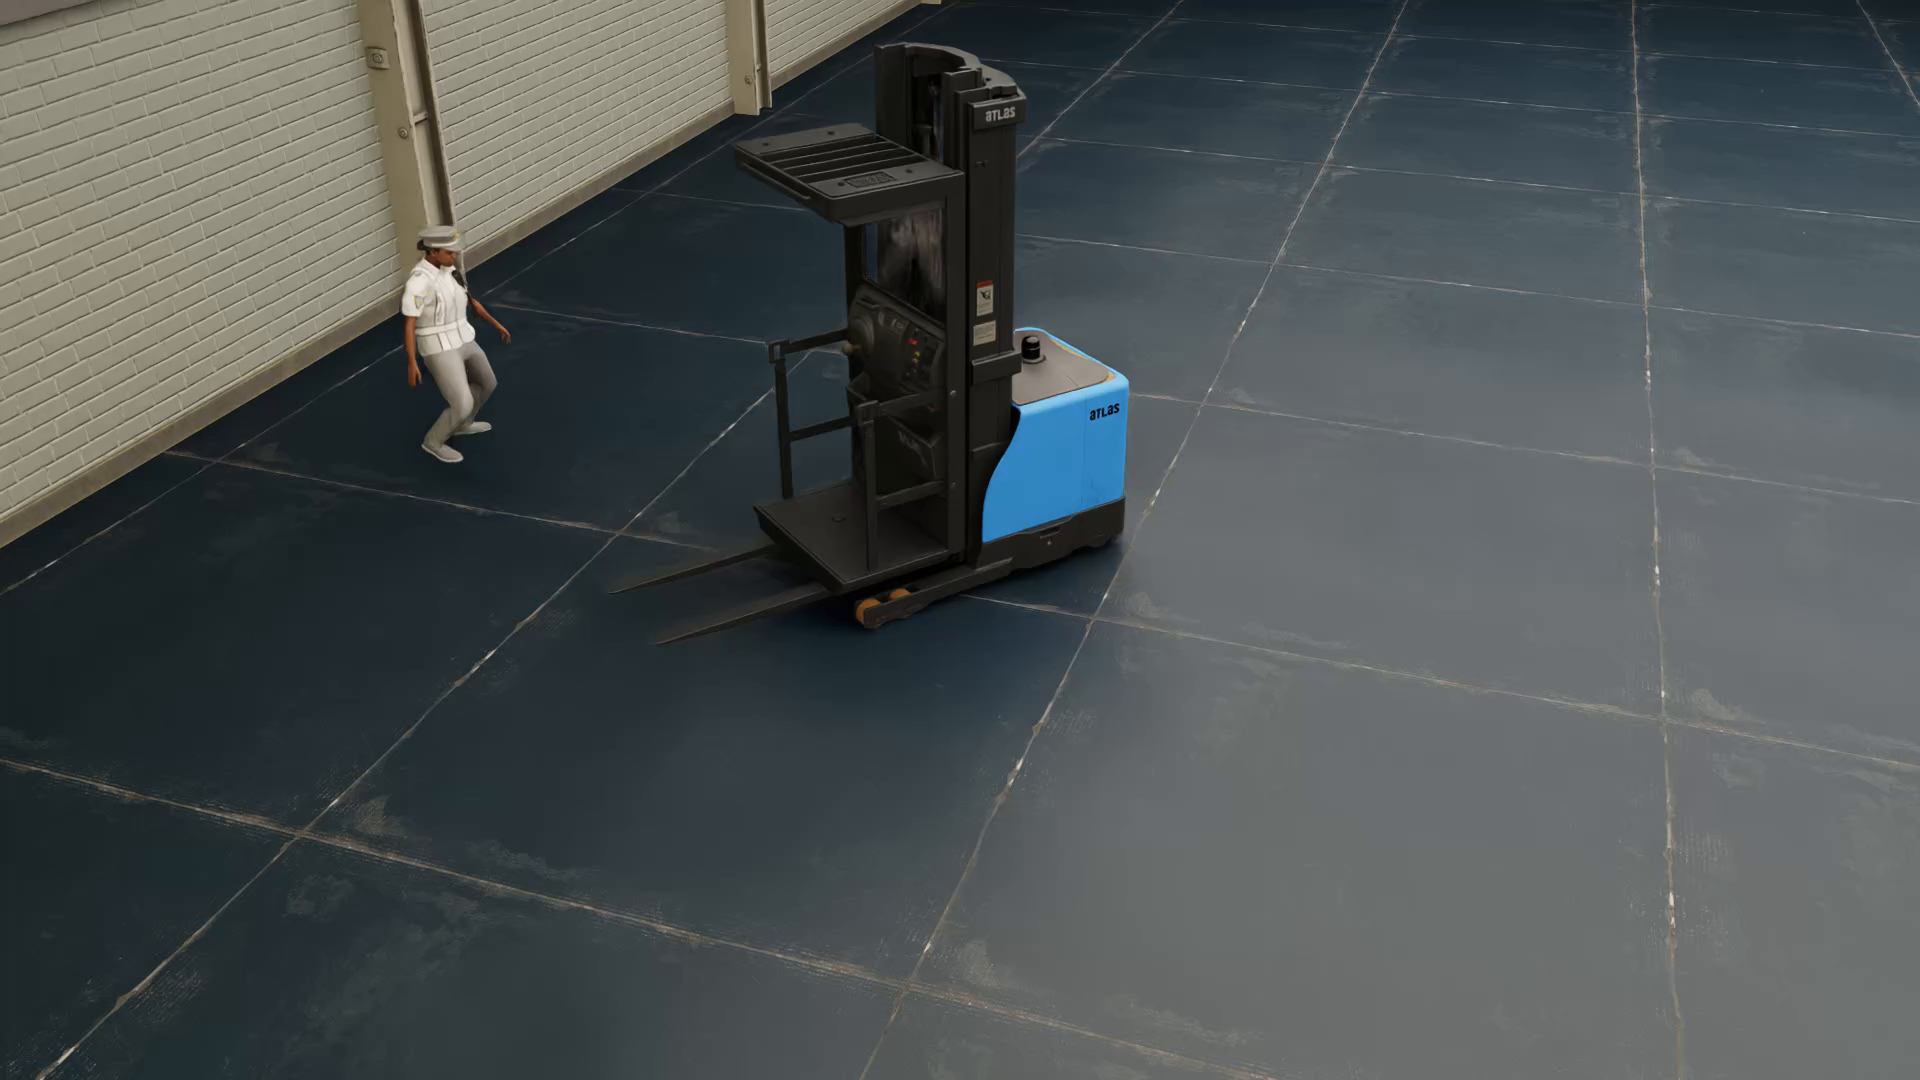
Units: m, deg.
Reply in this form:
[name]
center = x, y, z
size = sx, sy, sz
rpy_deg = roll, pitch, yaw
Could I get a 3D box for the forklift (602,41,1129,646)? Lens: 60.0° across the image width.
[forklift]
center = -0.526, -1.077, 9.026
size = 3.031, 2.935, 1.130
rpy_deg = -18, 34, -28

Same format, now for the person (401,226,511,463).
[person]
center = -3.289, -1.257, 10.761
size = 0.581, 1.560, 0.850
rpy_deg = 11, 31, 18
